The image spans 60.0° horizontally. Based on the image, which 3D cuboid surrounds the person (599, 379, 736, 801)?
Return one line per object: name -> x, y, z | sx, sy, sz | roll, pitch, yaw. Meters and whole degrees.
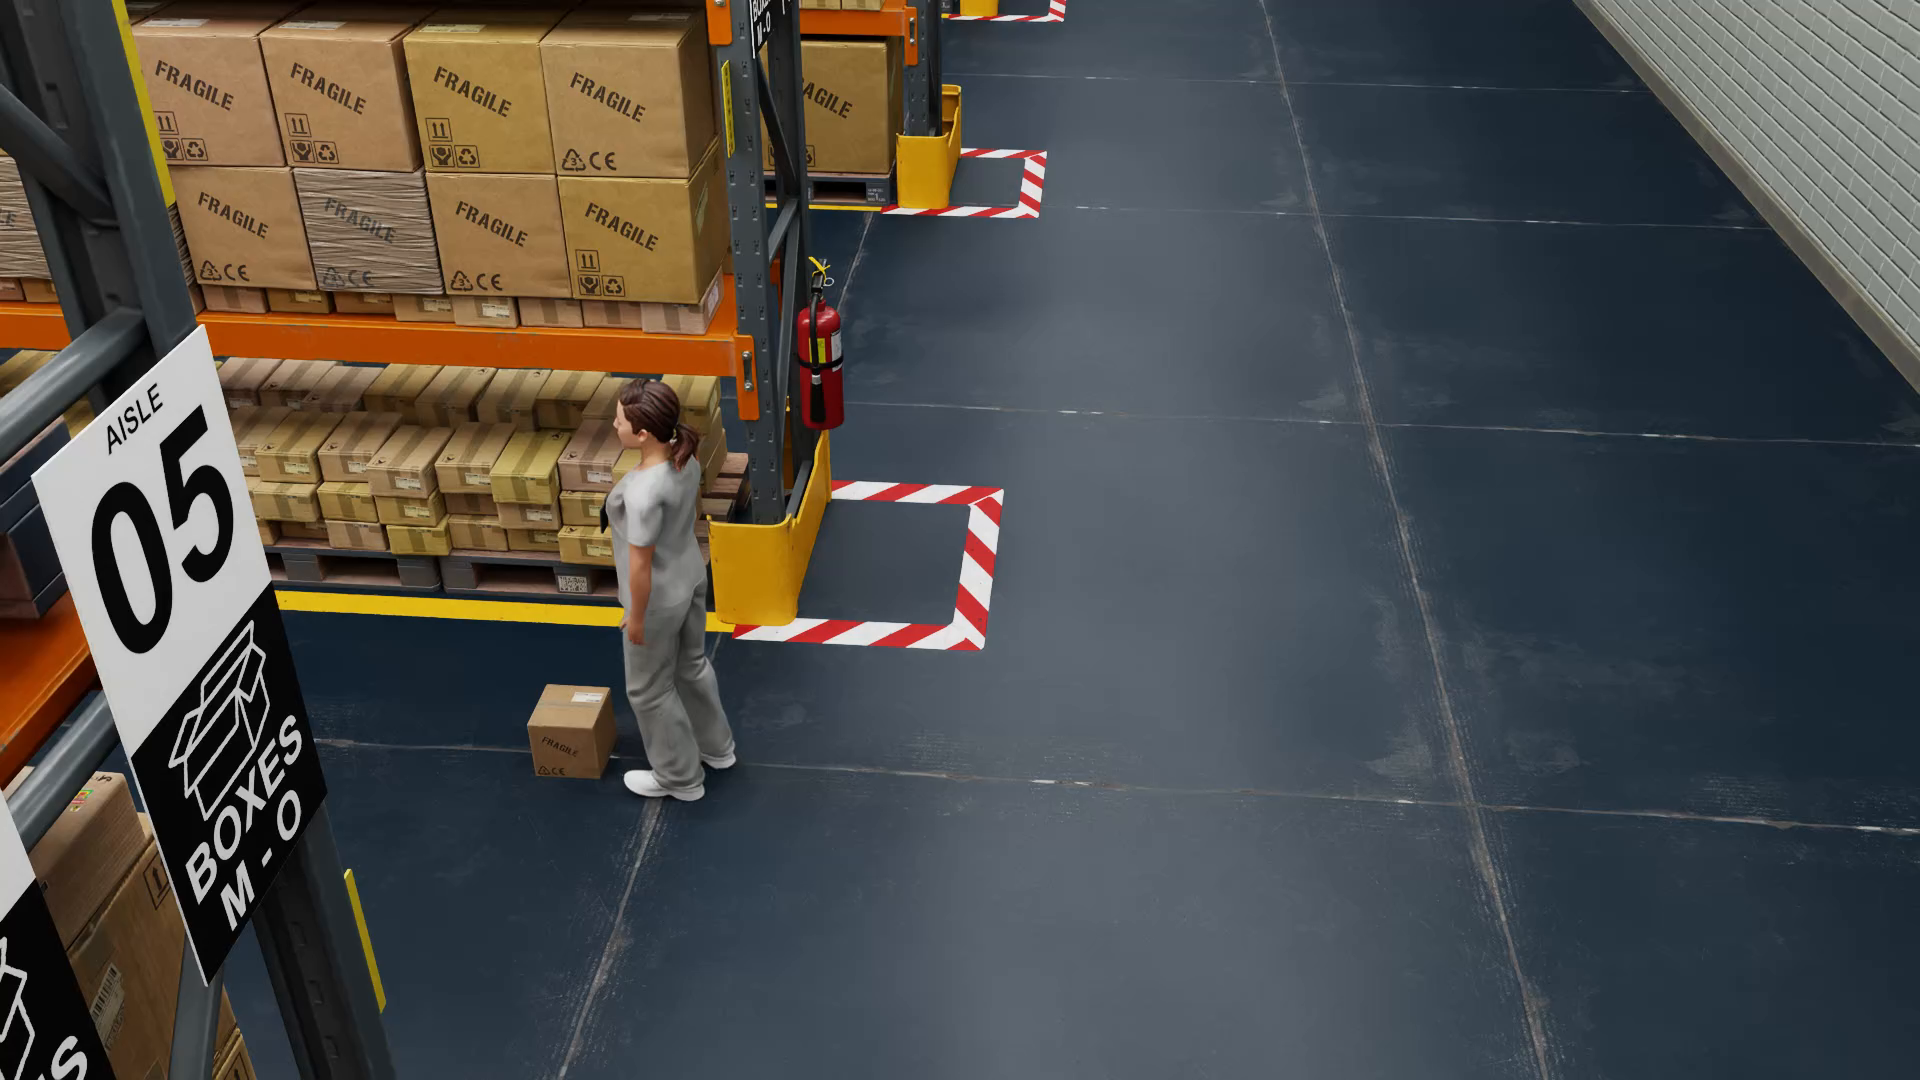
person -> -1.041, 0.192, 5.841 | 0.383, 1.668, 0.437 | 8, 33, 13
